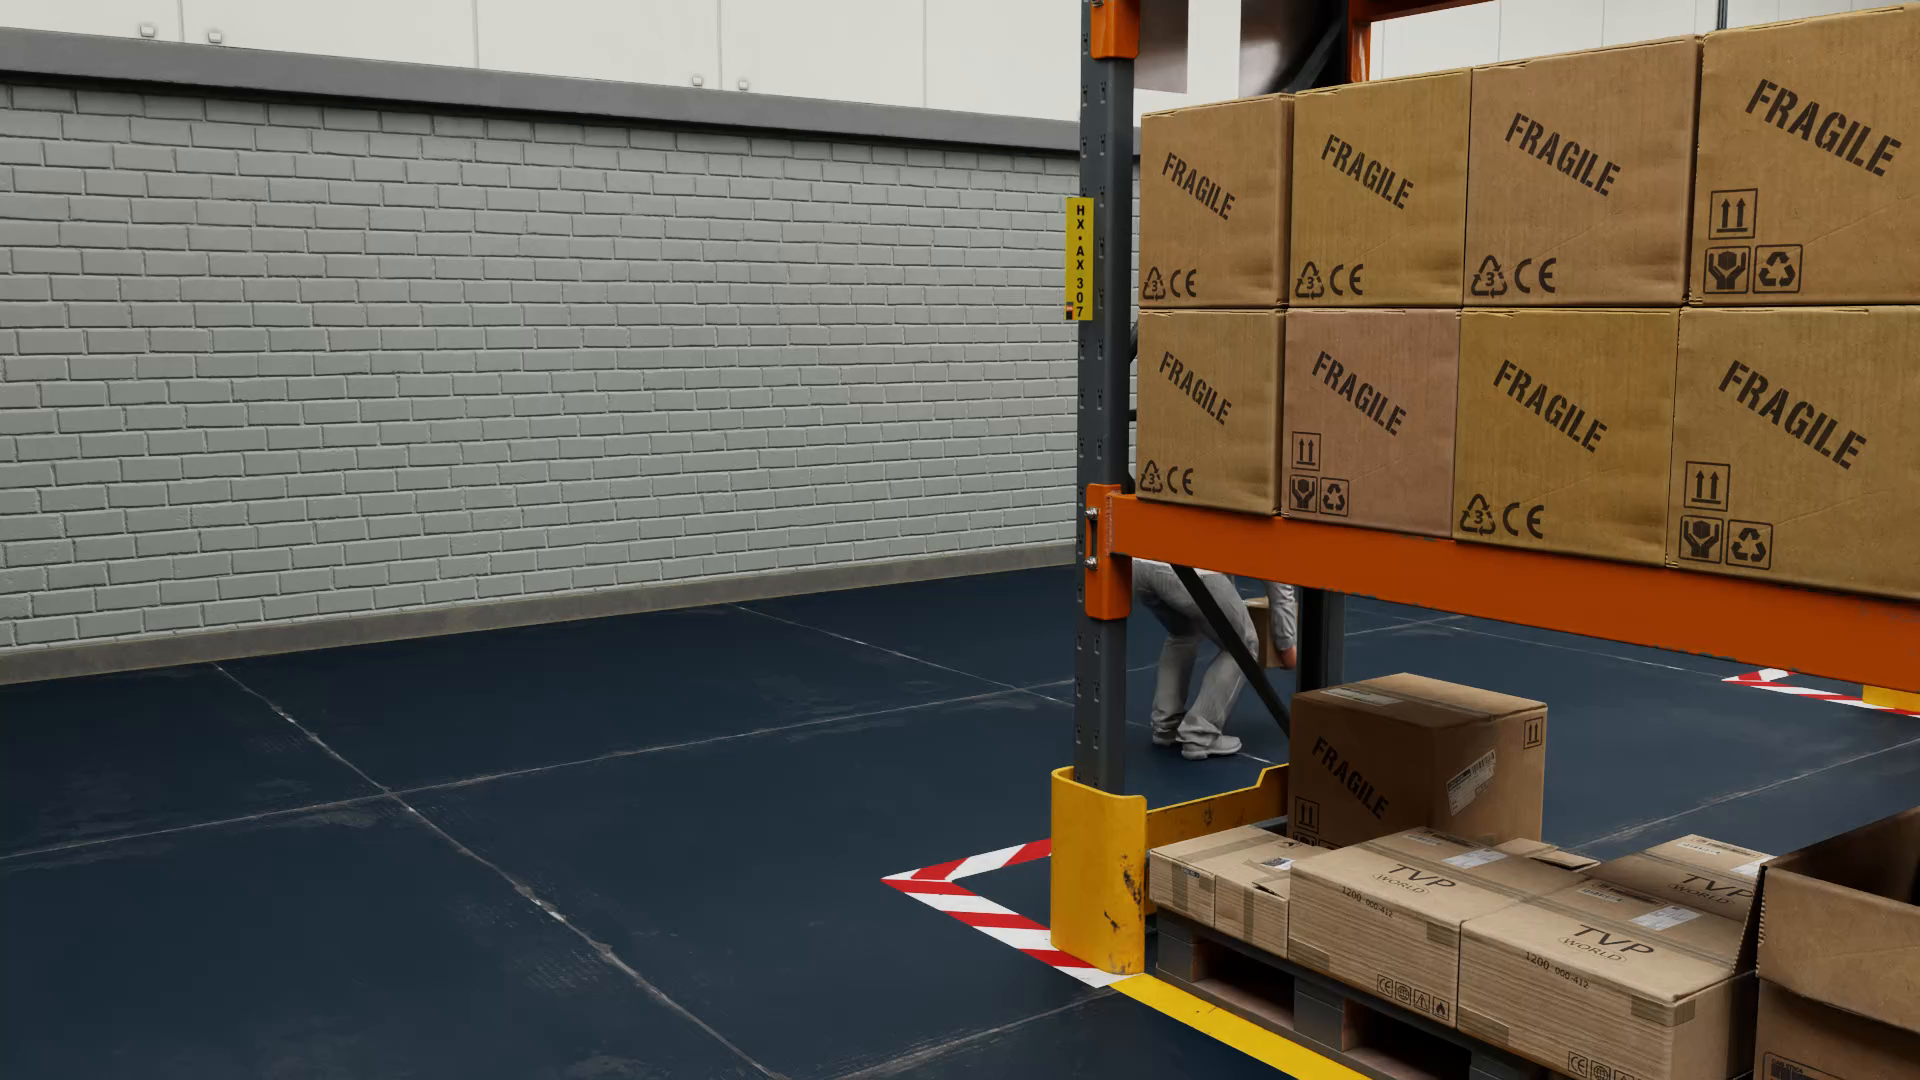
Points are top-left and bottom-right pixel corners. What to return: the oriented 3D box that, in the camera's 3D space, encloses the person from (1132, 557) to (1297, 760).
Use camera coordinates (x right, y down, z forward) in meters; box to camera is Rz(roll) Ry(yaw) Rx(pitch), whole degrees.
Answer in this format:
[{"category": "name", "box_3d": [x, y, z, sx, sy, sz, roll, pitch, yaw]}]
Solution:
[{"category": "person", "box_3d": [1.110, 0.299, 6.964, 0.994, 1.112, 0.485, -6, 10, -39]}]
